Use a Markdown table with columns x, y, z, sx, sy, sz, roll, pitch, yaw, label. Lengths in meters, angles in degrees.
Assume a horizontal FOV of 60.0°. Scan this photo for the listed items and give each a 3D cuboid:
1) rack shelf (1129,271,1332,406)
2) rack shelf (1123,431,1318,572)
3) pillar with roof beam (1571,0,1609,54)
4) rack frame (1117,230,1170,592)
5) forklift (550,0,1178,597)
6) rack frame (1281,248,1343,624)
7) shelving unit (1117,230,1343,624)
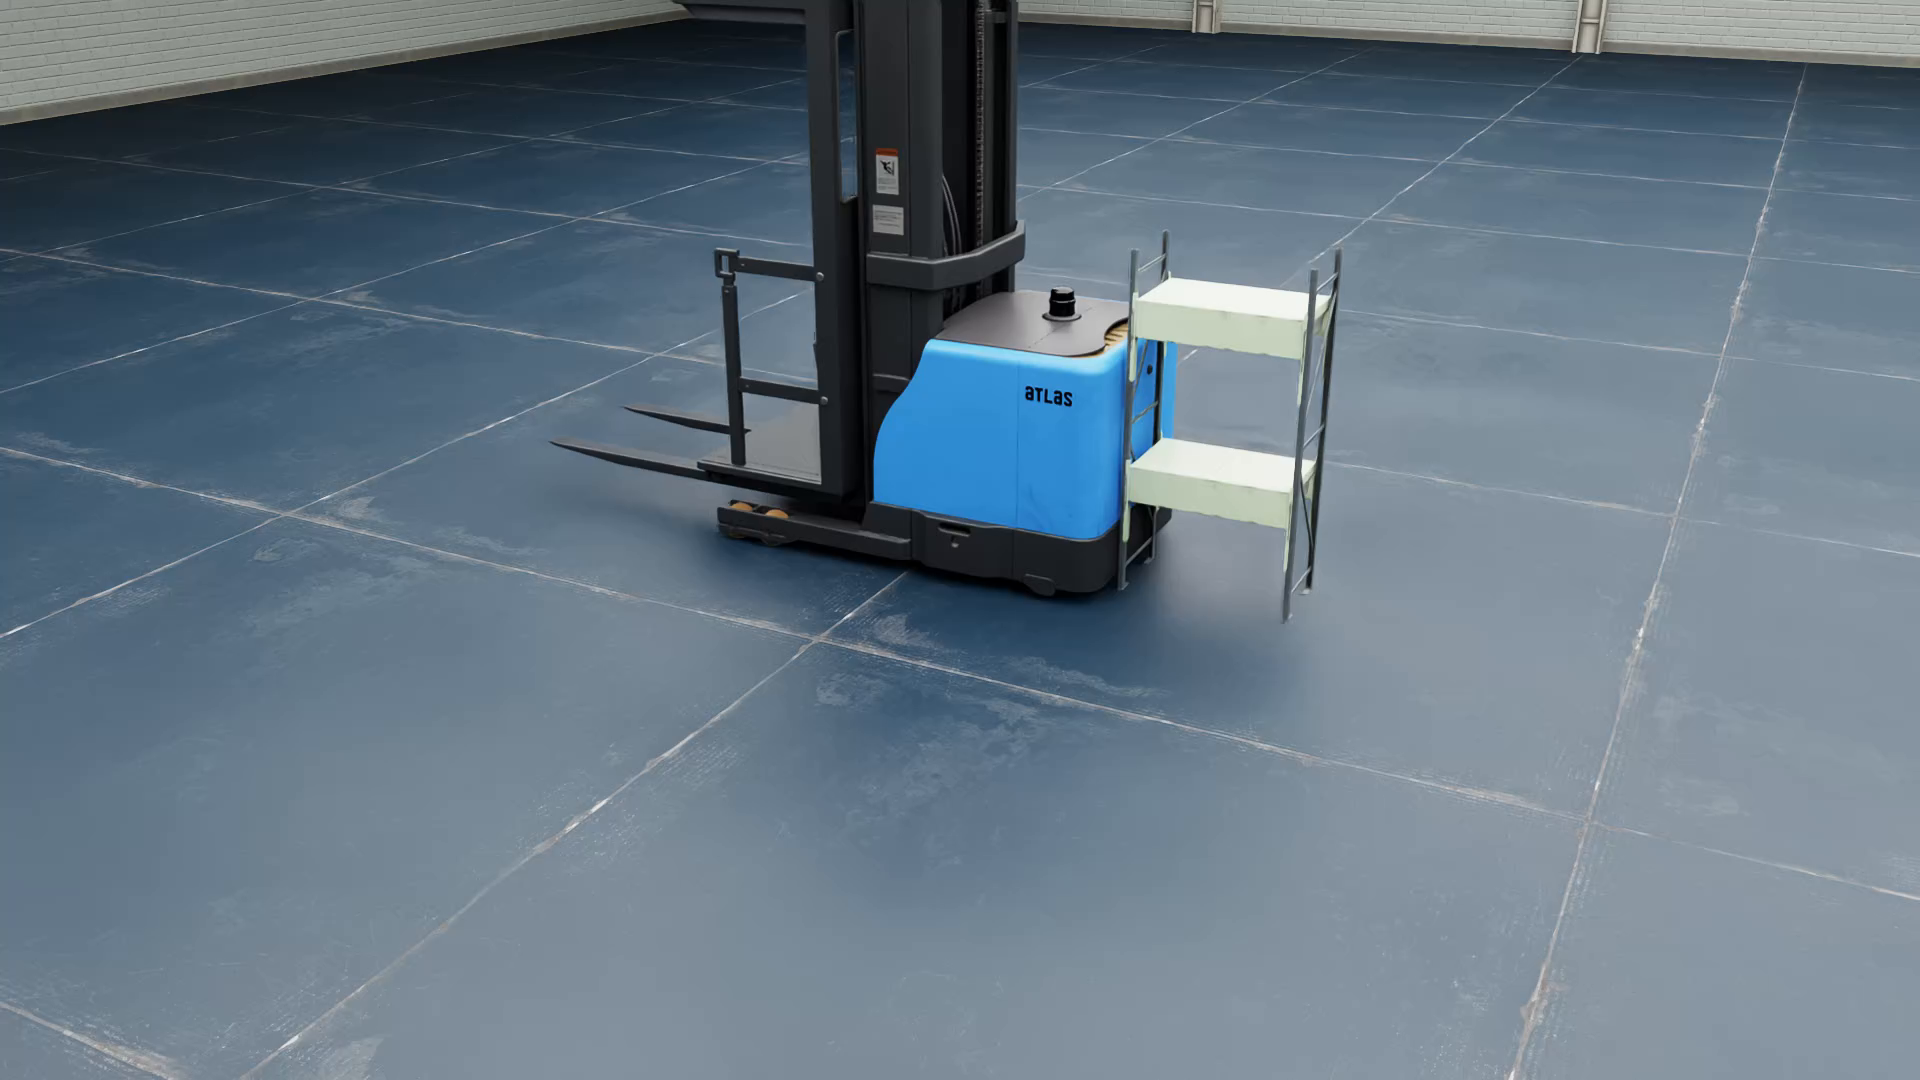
| x | y | z | sx | sy | sz | roll | pitch | yaw | label |
| --- | --- | --- | --- | --- | --- | --- | --- | --- | --- |
| 1.110 | -0.833 | 6.795 | 0.720 | 0.370 | 0.431 | 11 | 25 | 24 | rack shelf |
| 1.110 | -0.174 | 7.076 | 0.720 | 0.370 | 0.431 | 11 | 25 | 24 | rack shelf |
| 7.483 | -9.978 | 19.714 | 0.400 | 9.000 | 9.100 | 11 | 25 | 25 | pillar with roof beam |
| 0.783 | -0.538 | 7.098 | 0.023 | 1.500 | 0.400 | 11 | 25 | 24 | rack frame |
| -0.559 | -1.492 | 7.512 | 3.031 | 2.935 | 1.130 | 11 | 25 | 24 | forklift |
| 1.438 | -0.410 | 6.798 | 0.023 | 1.500 | 0.400 | 11 | 25 | 24 | rack frame |
| 1.110 | -0.474 | 6.948 | 0.755 | 1.500 | 0.431 | 11 | 25 | 24 | shelving unit |
